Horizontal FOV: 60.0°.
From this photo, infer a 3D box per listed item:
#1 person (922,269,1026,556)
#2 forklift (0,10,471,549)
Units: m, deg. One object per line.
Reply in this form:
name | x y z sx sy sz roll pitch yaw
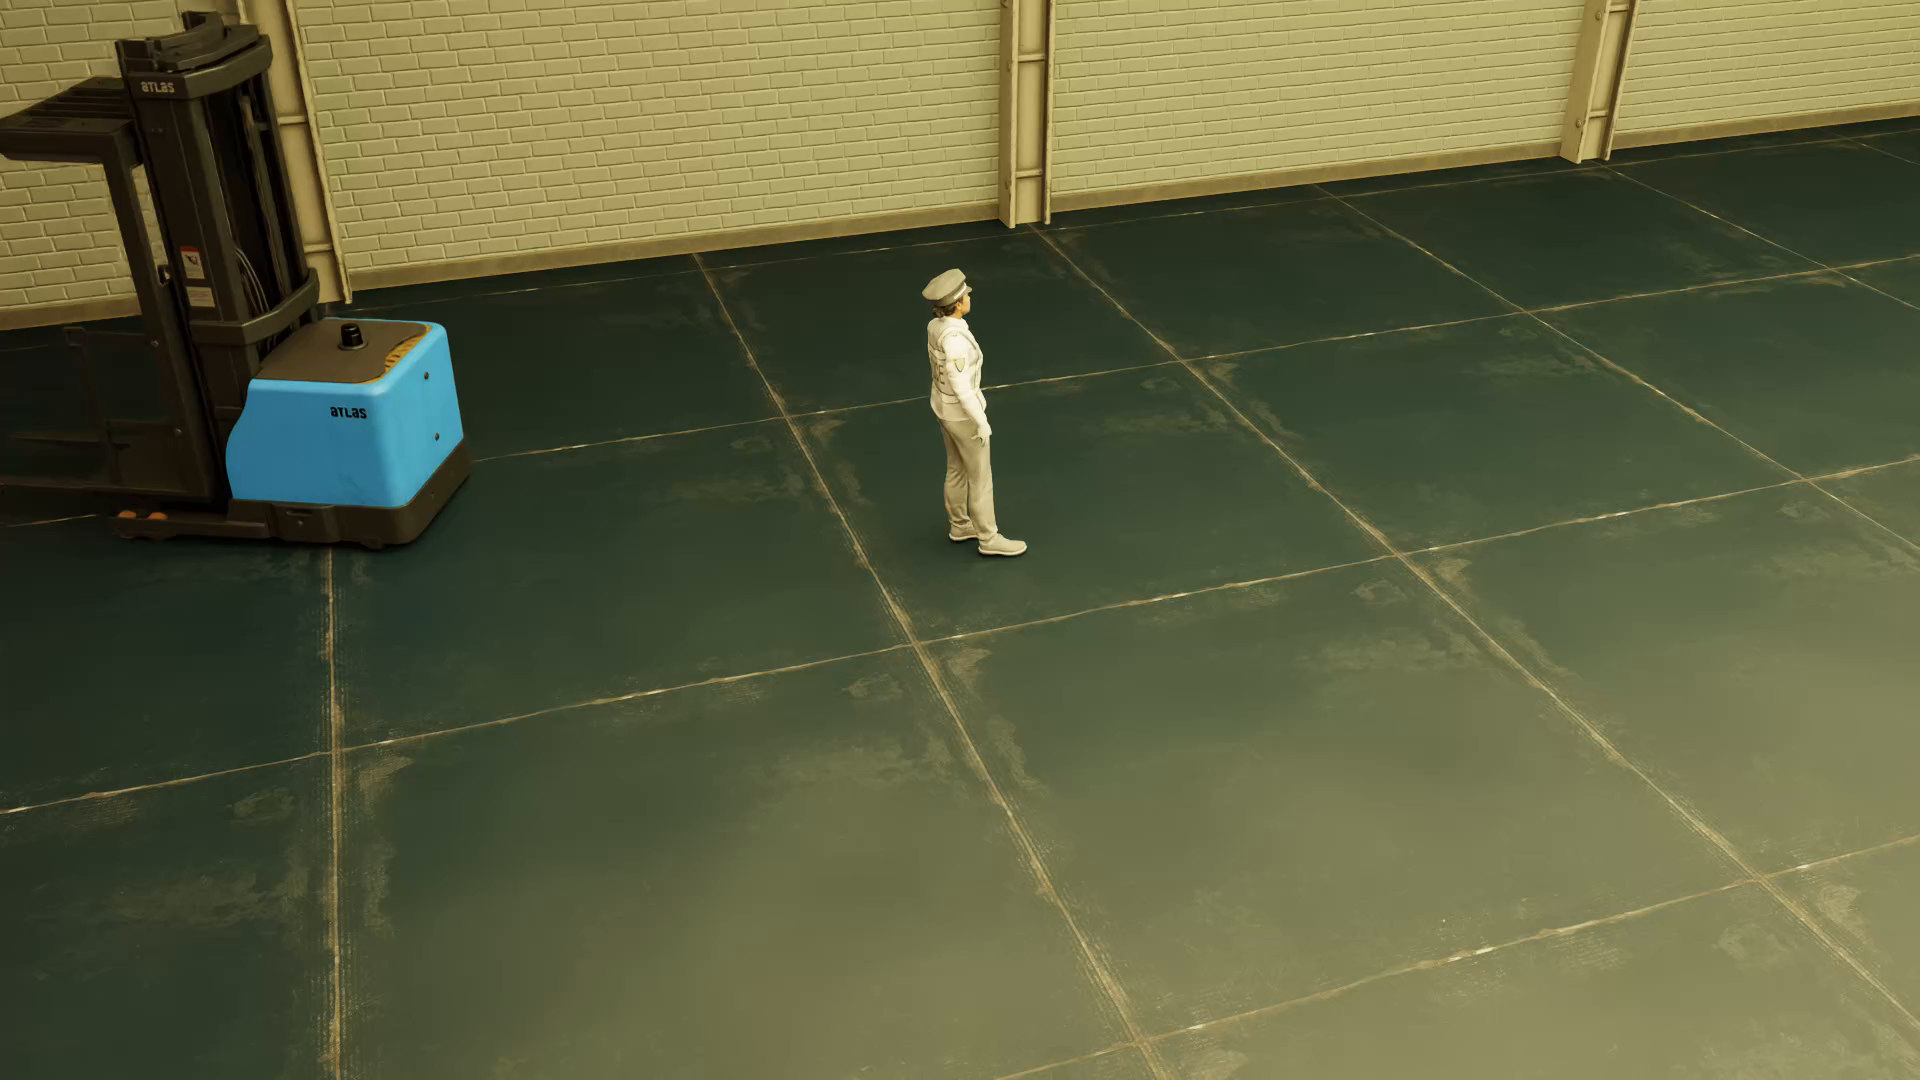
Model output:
person | 0.068 -0.748 9.613 0.530 1.694 0.586 -10 31 -16
forklift | -4.685 -1.524 9.736 3.031 2.935 1.130 3 30 6
